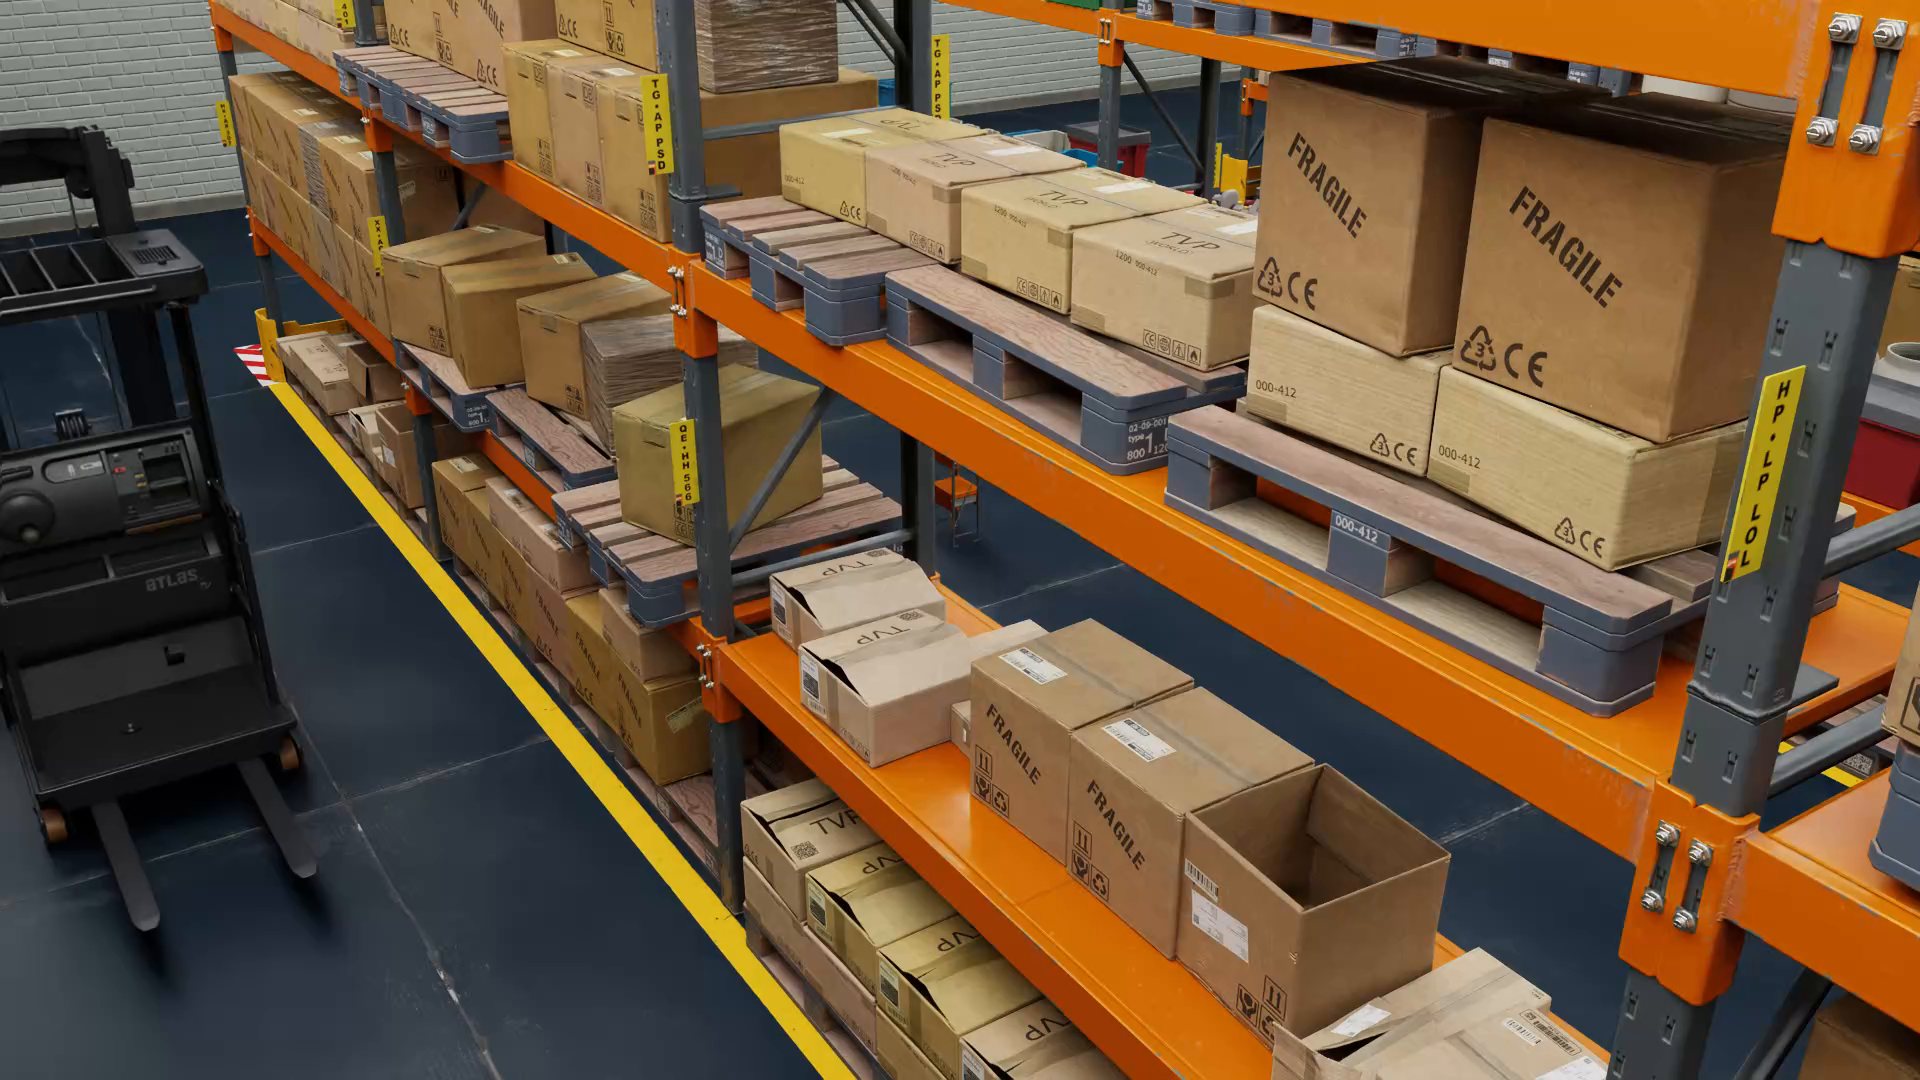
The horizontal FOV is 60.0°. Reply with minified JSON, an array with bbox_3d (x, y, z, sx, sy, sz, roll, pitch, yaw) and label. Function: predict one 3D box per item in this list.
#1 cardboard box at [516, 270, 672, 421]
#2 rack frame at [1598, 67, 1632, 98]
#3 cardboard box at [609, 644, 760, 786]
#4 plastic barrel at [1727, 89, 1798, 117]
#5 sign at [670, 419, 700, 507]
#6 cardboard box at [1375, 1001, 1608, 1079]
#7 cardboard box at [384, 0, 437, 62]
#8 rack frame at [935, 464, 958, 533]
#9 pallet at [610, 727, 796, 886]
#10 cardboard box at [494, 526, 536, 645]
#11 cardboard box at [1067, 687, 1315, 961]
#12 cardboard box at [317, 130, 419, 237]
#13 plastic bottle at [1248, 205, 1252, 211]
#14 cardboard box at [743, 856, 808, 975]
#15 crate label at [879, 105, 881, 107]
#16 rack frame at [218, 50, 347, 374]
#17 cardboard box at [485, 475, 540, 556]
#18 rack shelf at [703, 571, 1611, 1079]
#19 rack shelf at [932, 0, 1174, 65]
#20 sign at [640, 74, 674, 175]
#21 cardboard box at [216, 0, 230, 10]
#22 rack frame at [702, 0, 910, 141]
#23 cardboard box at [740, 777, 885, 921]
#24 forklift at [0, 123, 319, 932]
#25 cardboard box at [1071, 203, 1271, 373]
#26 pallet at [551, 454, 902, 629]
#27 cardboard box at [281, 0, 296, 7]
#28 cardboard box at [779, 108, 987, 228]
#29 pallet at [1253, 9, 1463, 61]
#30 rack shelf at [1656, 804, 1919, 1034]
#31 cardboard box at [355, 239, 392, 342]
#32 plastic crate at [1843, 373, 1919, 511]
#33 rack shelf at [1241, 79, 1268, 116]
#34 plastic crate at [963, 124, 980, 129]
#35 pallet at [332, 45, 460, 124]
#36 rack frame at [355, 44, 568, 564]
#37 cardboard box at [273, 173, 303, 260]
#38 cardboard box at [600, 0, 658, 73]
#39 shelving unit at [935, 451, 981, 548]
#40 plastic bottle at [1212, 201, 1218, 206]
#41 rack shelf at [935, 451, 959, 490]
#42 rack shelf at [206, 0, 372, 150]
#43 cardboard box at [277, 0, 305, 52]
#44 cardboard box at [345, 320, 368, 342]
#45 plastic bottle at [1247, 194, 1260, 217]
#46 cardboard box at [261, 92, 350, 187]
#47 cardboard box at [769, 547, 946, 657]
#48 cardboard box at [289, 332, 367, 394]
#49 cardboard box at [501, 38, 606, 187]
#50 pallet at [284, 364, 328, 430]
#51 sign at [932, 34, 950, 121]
[{"bbox_3d":[-1.719,-0.971,8.183,0.500,0.500,0.700,21,33,37],"label":"cardboard box"},{"bbox_3d":[3.601,-1.075,9.014,1.000,3.000,0.127,-16,29,-30],"label":"rack frame"},{"bbox_3d":[-1.259,0.729,7.604,0.500,0.500,0.500,-14,29,-28],"label":"cardboard box"},{"bbox_3d":[3.867,-2.314,7.537,0.600,0.901,0.600,0,25,0],"label":"plastic barrel"},{"bbox_3d":[-1.001,-0.280,6.066,0.100,0.325,0.005,-16,29,-30],"label":"sign"},{"bbox_3d":[1.327,1.410,3.924,0.500,0.250,0.500,-14,28,-26],"label":"cardboard box"},{"bbox_3d":[-2.522,-2.792,8.412,0.600,0.600,0.600,-19,31,-34],"label":"cardboard box"},{"bbox_3d":[-0.096,-0.538,10.159,0.200,1.050,0.008,-16,29,-30],"label":"rack frame"},{"bbox_3d":[-0.927,1.063,7.751,1.003,0.211,1.213,-16,29,-30],"label":"pallet"},{"bbox_3d":[-2.108,0.177,8.774,0.500,0.500,0.500,-15,29,-29],"label":"cardboard box"},{"bbox_3d":[0.666,0.817,4.888,0.500,0.500,0.500,-15,29,-29],"label":"cardboard box"},{"bbox_3d":[-3.510,-2.153,10.010,0.500,0.500,0.500,-16,30,-31],"label":"cardboard box"},{"bbox_3d":[2.103,-2.254,11.655,0.152,0.276,0.135,-16,29,-30],"label":"plastic bottle"},{"bbox_3d":[-0.511,1.387,6.527,0.500,0.250,0.500,-16,29,-30],"label":"cardboard box"},{"bbox_3d":[-0.907,-3.723,14.749,0.416,0.233,0.303,-16,29,-30],"label":"crate label"},{"bbox_3d":[-4.919,-2.784,12.633,1.000,3.000,0.127,-16,29,-30],"label":"rack frame"},{"bbox_3d":[-2.129,-0.173,8.637,0.500,0.250,0.500,-15,29,-29],"label":"cardboard box"},{"bbox_3d":[0.541,1.118,5.210,1.077,0.370,4.000,-16,29,-30],"label":"rack shelf"},{"bbox_3d":[0.326,-4.252,13.073,1.077,0.370,4.000,-16,29,-30],"label":"rack shelf"},{"bbox_3d":[-1.007,-1.387,5.555,0.100,0.325,0.005,-16,29,-30],"label":"sign"},{"bbox_3d":[-4.851,-3.829,11.510,0.500,0.250,0.500,-16,29,-30],"label":"cardboard box"},{"bbox_3d":[-0.554,-2.634,5.289,0.949,2.616,0.053,-16,29,-30],"label":"rack frame"},{"bbox_3d":[-0.511,1.133,6.407,0.500,0.311,0.500,-14,29,-28],"label":"cardboard box"},{"bbox_3d":[-3.767,-0.209,7.260,1.130,2.935,3.031,-16,30,-31],"label":"forklift"},{"bbox_3d":[0.640,-0.668,4.322,0.500,0.250,0.500,-18,31,-34],"label":"cardboard box"},{"bbox_3d":[-0.980,-0.062,7.091,1.213,0.211,1.003,-16,29,-30],"label":"pallet"},{"bbox_3d":[-3.769,-3.337,9.882,0.500,0.250,0.500,-16,29,-30],"label":"cardboard box"},{"bbox_3d":[-0.256,-1.252,5.558,0.500,0.250,0.500,-18,31,-33],"label":"cardboard box"},{"bbox_3d":[2.549,-3.114,10.041,1.003,0.211,1.213,-16,29,-30],"label":"pallet"},{"bbox_3d":[2.724,1.193,1.539,1.077,0.370,4.000,-16,29,-30],"label":"rack shelf"},{"bbox_3d":[-3.223,-1.517,9.833,0.500,0.500,0.500,-15,29,-29],"label":"cardboard box"},{"bbox_3d":[4.227,-0.455,7.625,0.402,0.464,0.583,-16,29,-30],"label":"plastic crate"},{"bbox_3d":[4.475,-4.050,16.159,1.077,0.370,4.000,-16,29,-30],"label":"rack shelf"},{"bbox_3d":[-0.023,-3.488,14.364,0.396,0.136,0.243,-16,29,-30],"label":"plastic crate"},{"bbox_3d":[-2.438,-2.375,8.473,1.213,0.211,1.003,-16,29,-30],"label":"pallet"},{"bbox_3d":[-2.735,-1.353,9.602,1.000,3.000,0.127,-16,29,-30],"label":"rack frame"},{"bbox_3d":[-4.340,-2.245,11.375,0.500,0.500,0.500,-16,29,-30],"label":"cardboard box"},{"bbox_3d":[-1.063,-2.116,6.416,0.500,0.500,0.500,-16,29,-30],"label":"cardboard box"},{"bbox_3d":[-0.029,-0.494,10.066,0.215,1.050,0.252,-16,29,-30],"label":"shelving unit"},{"bbox_3d":[1.809,-2.315,11.872,0.097,0.201,0.097,0,25,0],"label":"plastic bottle"},{"bbox_3d":[-0.029,-0.484,10.071,0.215,0.259,0.240,-16,29,-30],"label":"rack shelf"},{"bbox_3d":[-3.827,-3.099,10.631,1.077,0.370,4.000,-16,29,-30],"label":"rack shelf"},{"bbox_3d":[-3.767,-3.112,9.990,0.500,0.250,0.500,-16,29,-30],"label":"cardboard box"},{"bbox_3d":[-4.415,-1.715,12.782,0.500,0.500,0.500,-16,29,-30],"label":"cardboard box"},{"bbox_3d":[2.072,-2.198,11.449,0.144,0.351,0.185,-16,29,-30],"label":"plastic bottle"},{"bbox_3d":[-4.336,-2.696,11.158,0.500,0.500,0.500,-15,29,-29],"label":"cardboard box"},{"bbox_3d":[-0.389,0.258,6.293,0.500,0.311,0.500,-14,28,-26],"label":"cardboard box"},{"bbox_3d":[-4.586,-1.300,12.195,0.500,0.250,0.500,-16,29,-30],"label":"cardboard box"},{"bbox_3d":[-1.380,-1.841,7.004,0.910,0.500,0.500,-16,29,-30],"label":"cardboard box"},{"bbox_3d":[-4.441,-1.210,12.567,1.003,0.211,1.213,-16,29,-30],"label":"pallet"},{"bbox_3d":[-0.082,-1.675,6.072,0.100,0.325,0.005,-16,29,-30],"label":"sign"}]
